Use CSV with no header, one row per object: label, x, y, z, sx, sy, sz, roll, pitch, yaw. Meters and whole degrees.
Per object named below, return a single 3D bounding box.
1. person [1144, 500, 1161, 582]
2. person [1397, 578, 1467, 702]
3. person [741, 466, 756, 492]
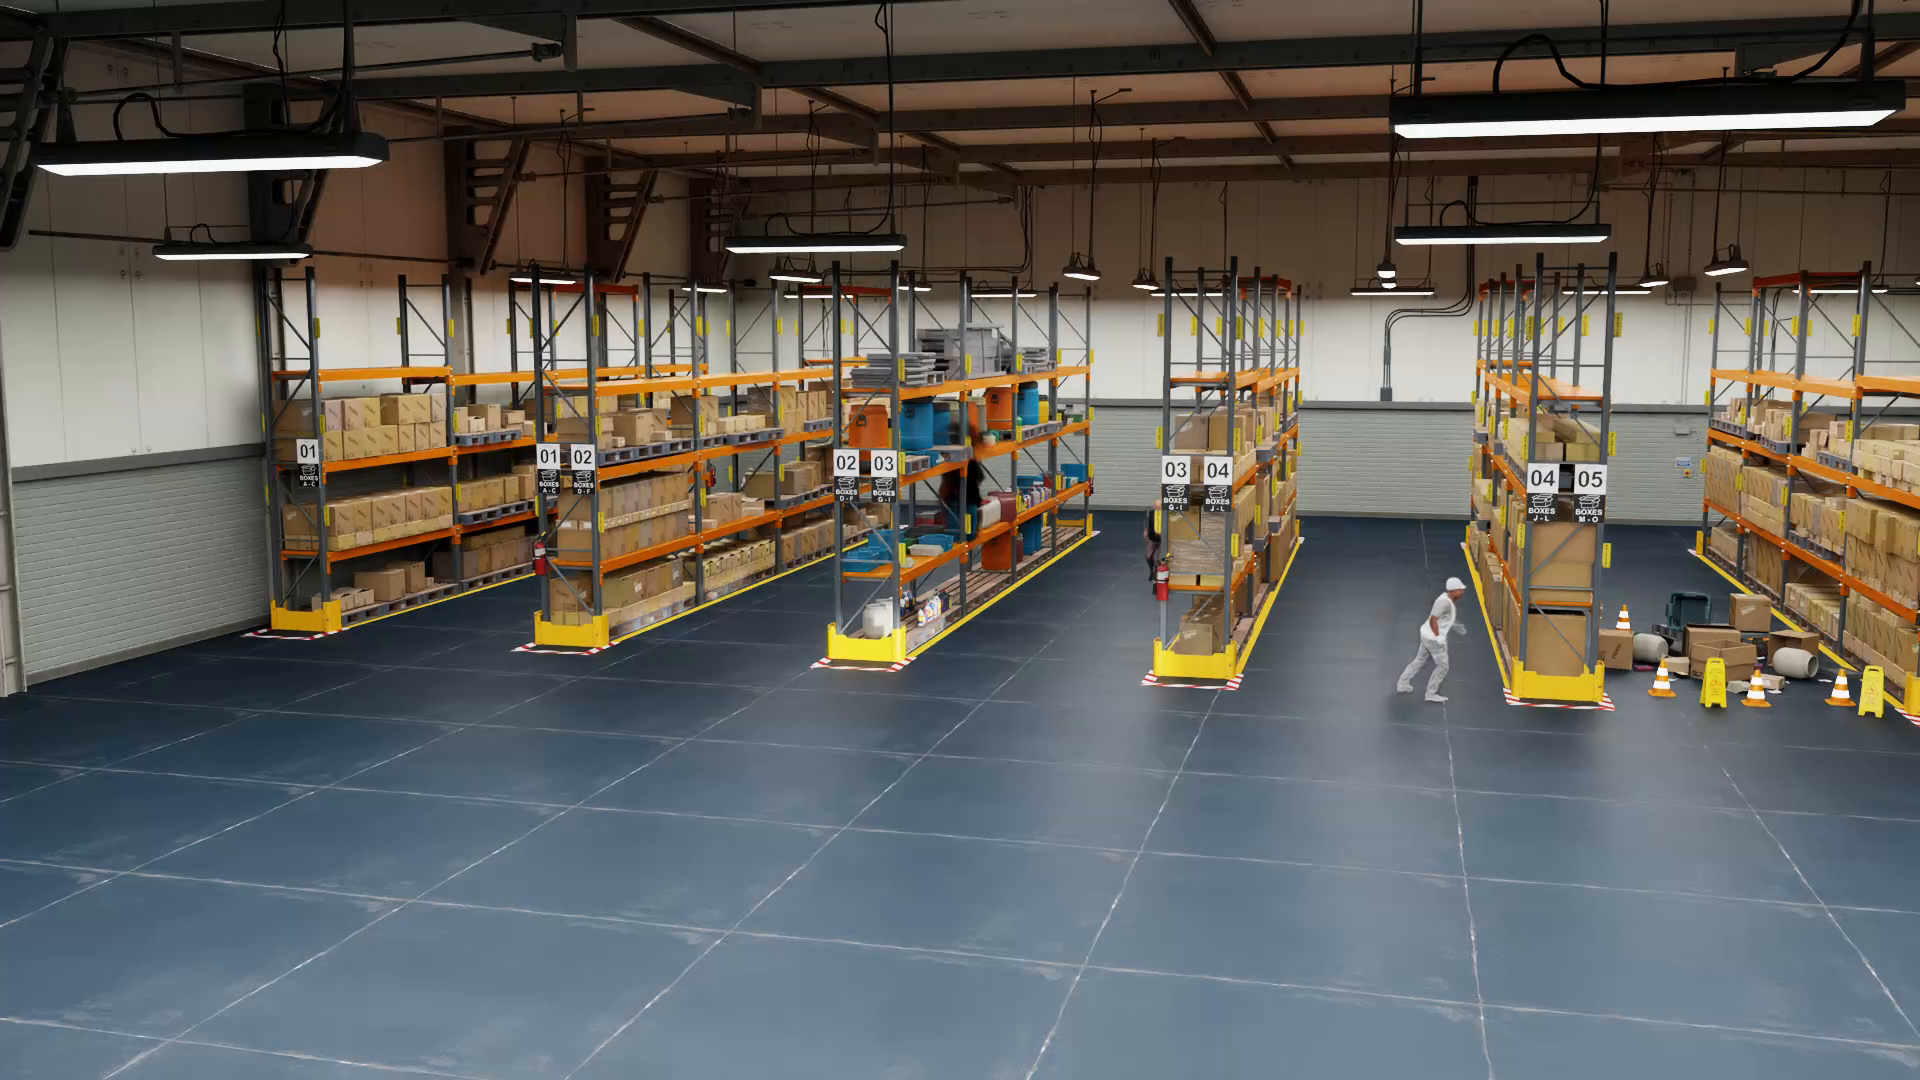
person,3.778,0.022,31.806,0.674,1.603,0.903,3,8,20
person,6.384,1.329,22.448,0.893,1.699,0.714,2,7,12
person,-5.104,-1.030,41.184,0.589,1.652,0.953,1,7,5
